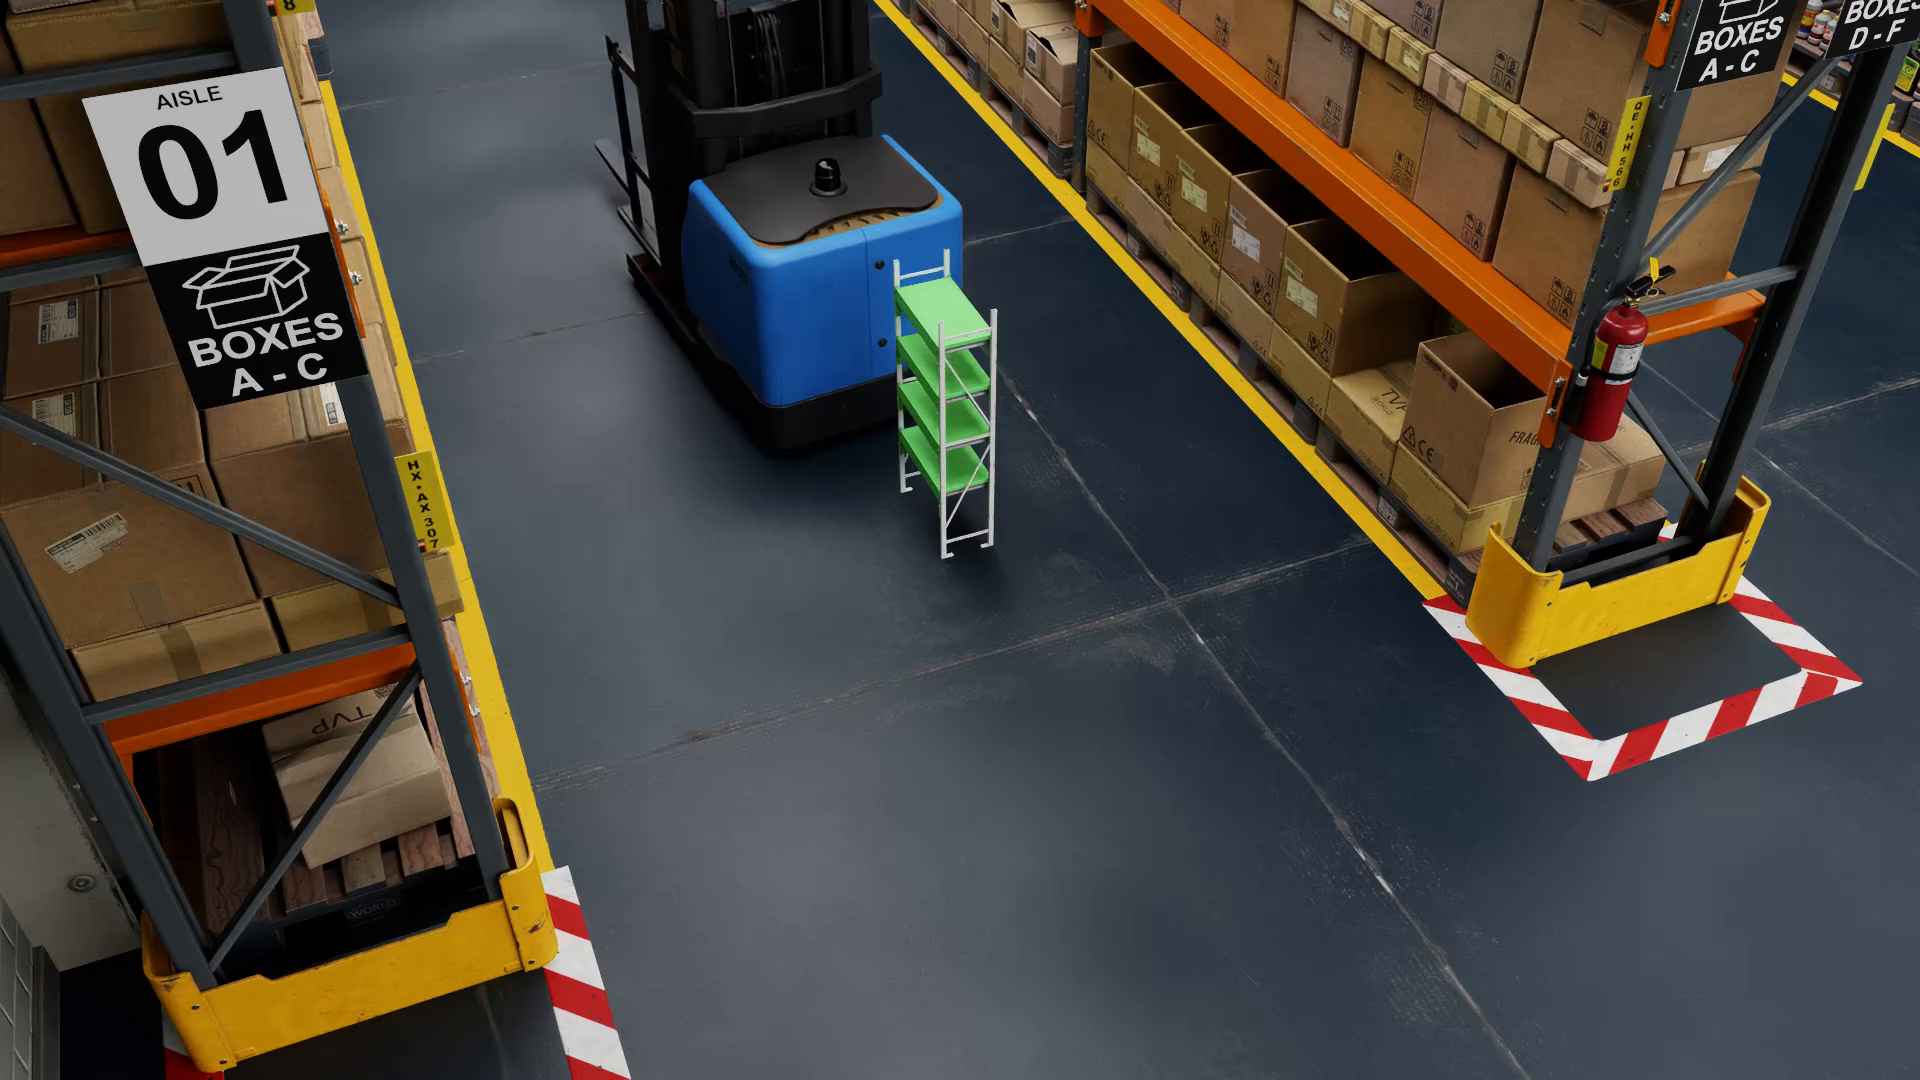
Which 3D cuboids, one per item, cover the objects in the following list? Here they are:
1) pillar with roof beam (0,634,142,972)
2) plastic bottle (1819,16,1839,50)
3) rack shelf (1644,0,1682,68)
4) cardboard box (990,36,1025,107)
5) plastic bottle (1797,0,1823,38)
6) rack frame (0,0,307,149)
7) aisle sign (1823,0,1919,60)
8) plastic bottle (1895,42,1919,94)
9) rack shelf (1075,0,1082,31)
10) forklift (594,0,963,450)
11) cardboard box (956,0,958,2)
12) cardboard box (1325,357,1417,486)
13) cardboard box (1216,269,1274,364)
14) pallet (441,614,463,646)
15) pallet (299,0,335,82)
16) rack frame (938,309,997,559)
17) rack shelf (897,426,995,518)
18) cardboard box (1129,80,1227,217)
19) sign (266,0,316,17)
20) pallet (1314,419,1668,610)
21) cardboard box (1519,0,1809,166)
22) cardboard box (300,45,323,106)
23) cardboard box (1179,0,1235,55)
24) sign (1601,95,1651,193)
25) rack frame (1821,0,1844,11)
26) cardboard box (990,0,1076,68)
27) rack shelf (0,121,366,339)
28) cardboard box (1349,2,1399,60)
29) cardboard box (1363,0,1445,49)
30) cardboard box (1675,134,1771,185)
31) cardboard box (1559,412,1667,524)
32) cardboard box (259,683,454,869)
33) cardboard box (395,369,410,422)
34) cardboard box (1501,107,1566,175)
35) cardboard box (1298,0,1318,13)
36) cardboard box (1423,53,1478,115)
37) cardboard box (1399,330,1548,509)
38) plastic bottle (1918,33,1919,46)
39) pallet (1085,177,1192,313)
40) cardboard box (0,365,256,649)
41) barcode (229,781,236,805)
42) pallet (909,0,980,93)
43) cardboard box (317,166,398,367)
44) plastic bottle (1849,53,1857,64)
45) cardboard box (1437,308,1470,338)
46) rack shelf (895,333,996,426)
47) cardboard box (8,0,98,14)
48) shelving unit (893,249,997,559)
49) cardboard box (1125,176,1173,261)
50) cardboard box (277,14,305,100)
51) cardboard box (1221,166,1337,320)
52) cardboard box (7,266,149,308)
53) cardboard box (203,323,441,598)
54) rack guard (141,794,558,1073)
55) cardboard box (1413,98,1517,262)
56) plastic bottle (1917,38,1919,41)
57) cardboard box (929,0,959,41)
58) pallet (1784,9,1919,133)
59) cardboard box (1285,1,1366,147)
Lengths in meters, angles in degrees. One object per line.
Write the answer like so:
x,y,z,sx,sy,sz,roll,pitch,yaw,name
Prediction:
0.992,-3.189,4.057,9.100,9.000,0.400,-15,43,-17,pillar with roof beam
5.499,-3.198,10.477,0.097,0.201,0.097,0,41,0,plastic bottle
1.892,-2.942,6.622,1.077,0.370,4.000,-15,43,-17,rack shelf
0.508,-2.881,10.087,0.500,0.250,0.500,-16,43,-18,cardboard box
5.421,-3.347,10.596,0.097,0.271,0.097,0,41,0,plastic bottle
-1.918,-1.909,2.568,1.000,3.000,0.127,-15,43,-17,rack frame
2.965,-1.895,5.159,0.394,0.787,0.004,-15,43,-17,aisle sign
5.727,-2.839,9.997,0.061,0.283,0.133,-13,42,-15,plastic bottle
0.361,-4.214,10.402,1.077,0.370,4.000,-15,43,-17,rack shelf
-1.105,-2.477,7.882,1.130,2.935,3.031,-19,44,-21,forklift
0.124,-3.701,10.609,0.500,0.311,0.500,-16,43,-17,cardboard box
1.976,-0.537,7.360,0.500,0.250,0.500,-15,43,-17,cardboard box
1.594,-1.139,8.061,0.500,0.250,0.500,-15,43,-17,cardboard box
-2.689,0.145,6.919,1.003,0.211,1.213,-15,43,-17,pallet
-3.607,-2.468,7.967,1.003,0.211,1.213,-15,43,-17,pallet
0.030,-0.408,6.804,0.240,1.200,0.015,-15,43,-17,rack frame
-0.063,-0.324,7.173,0.258,0.148,0.480,-15,43,-17,rack shelf
1.213,-2.026,8.518,0.500,0.500,0.500,-15,43,-17,cardboard box
-1.417,-1.239,3.419,0.100,0.325,0.005,-15,43,-17,sign
2.326,-0.266,7.397,1.003,0.211,1.213,-15,43,-17,pallet
2.470,-1.719,5.876,0.700,0.500,0.500,-15,43,-17,cardboard box
-2.603,-1.466,6.179,0.500,0.500,0.500,-16,43,-18,cardboard box
1.510,-2.738,8.057,0.700,0.500,0.500,-16,43,-17,cardboard box
2.150,-1.274,5.362,0.100,0.325,0.005,-15,43,-17,sign
5.704,-4.516,10.201,1.000,3.000,0.127,-15,43,-17,rack frame
0.502,-3.096,9.906,0.500,0.311,0.500,-14,43,-16,cardboard box
-2.684,-1.704,5.182,1.077,0.370,4.000,-15,43,-17,rack shelf
1.838,-2.119,6.839,0.380,0.149,0.250,-14,43,-16,cardboard box
2.070,-2.338,6.596,0.700,0.500,0.500,-15,43,-17,cardboard box
2.706,-1.447,6.057,0.380,0.149,0.250,-15,43,-17,cardboard box
2.657,-0.368,7.164,0.500,0.250,0.500,-15,43,-17,cardboard box
-2.100,0.779,5.768,0.500,0.311,0.500,-20,45,-22,cardboard box
-2.213,-0.576,5.719,0.500,0.250,0.500,-16,43,-18,cardboard box
2.233,-1.496,6.115,0.380,0.149,0.250,-14,43,-16,cardboard box
1.646,-2.424,7.194,0.380,0.149,0.250,-15,43,-17,cardboard box
2.041,-1.802,6.471,0.380,0.149,0.250,-15,43,-16,cardboard box
2.177,-0.522,6.769,0.500,0.500,0.500,-15,43,-17,cardboard box
6.084,-3.326,10.511,0.144,0.351,0.185,-15,43,-17,plastic bottle
1.392,-1.735,9.106,1.003,0.211,1.213,-15,43,-17,pallet
-2.295,-0.100,4.591,0.500,0.500,0.500,-16,43,-17,cardboard box
-2.476,0.864,5.662,0.001,0.075,0.075,-15,43,-17,barcode
0.338,-3.395,11.036,1.003,0.211,1.213,-15,43,-17,pallet
-2.195,-0.845,5.457,0.500,0.500,0.500,-16,43,-18,cardboard box
5.630,-3.088,10.235,0.144,0.351,0.185,-14,43,-16,plastic bottle
2.464,-0.953,7.269,0.500,0.500,0.500,-15,43,-17,cardboard box
-0.063,-0.688,6.860,0.258,0.148,0.480,-15,43,-17,rack shelf
-1.842,-1.489,3.522,0.500,0.500,0.500,-18,44,-20,cardboard box
-0.063,-0.555,6.975,0.258,1.200,0.503,-15,43,-17,shelving unit
1.210,-1.741,8.761,0.500,0.250,0.500,-15,43,-17,cardboard box
-1.988,-1.414,4.201,0.500,0.500,0.500,-12,42,-14,cardboard box
1.591,-1.423,7.815,0.500,0.500,0.500,-15,43,-17,cardboard box
-2.680,-0.717,5.307,0.500,0.500,0.500,-16,43,-18,cardboard box
-1.823,-0.232,4.744,0.500,0.500,0.500,-15,43,-17,cardboard box
-1.947,1.267,5.393,1.175,0.500,0.348,-15,43,-17,rack guard
2.285,-1.510,6.629,0.700,0.500,0.500,-14,43,-16,cardboard box
5.797,-3.001,10.194,0.097,0.271,0.097,0,41,0,plastic bottle
0.118,-3.496,10.802,0.500,0.250,0.500,-14,43,-16,cardboard box
5.923,-3.043,10.627,1.003,0.211,1.213,-15,43,-17,pallet
1.895,-2.127,7.346,0.700,0.500,0.500,-14,43,-16,cardboard box
